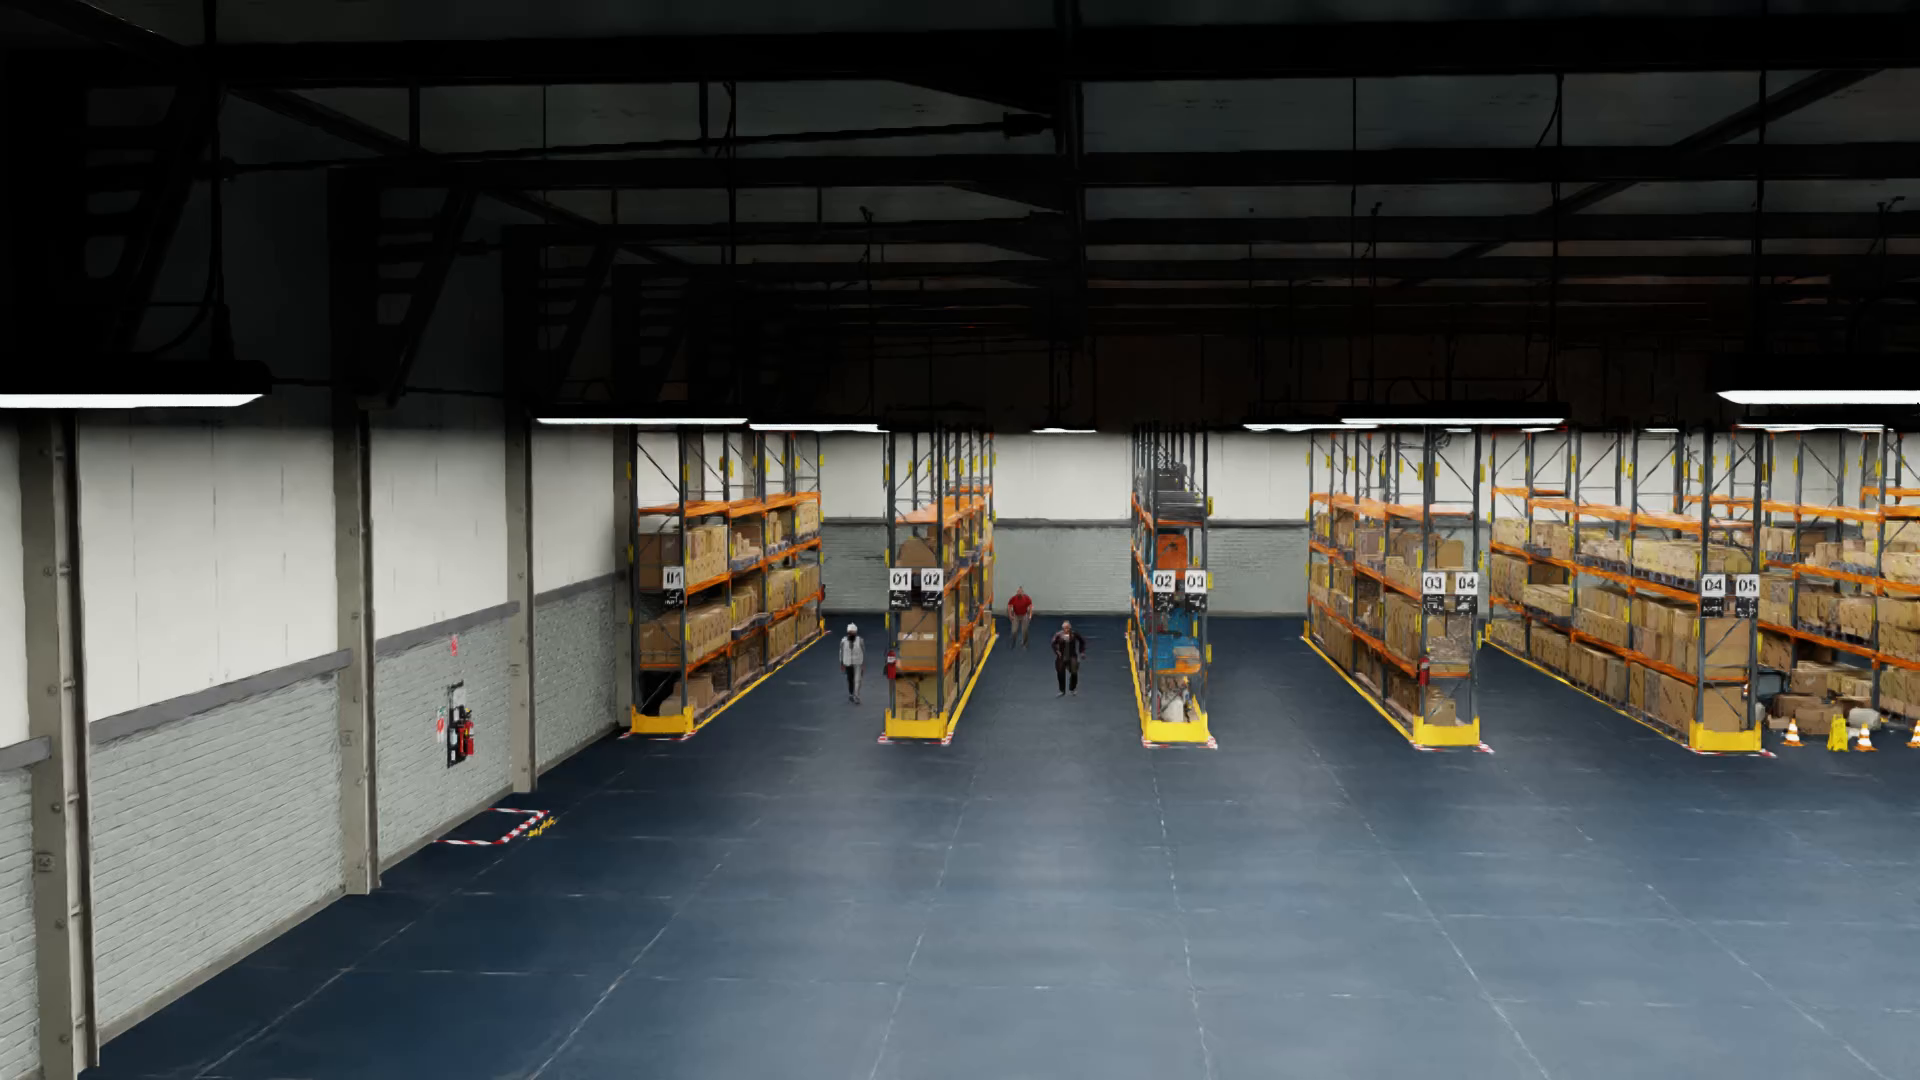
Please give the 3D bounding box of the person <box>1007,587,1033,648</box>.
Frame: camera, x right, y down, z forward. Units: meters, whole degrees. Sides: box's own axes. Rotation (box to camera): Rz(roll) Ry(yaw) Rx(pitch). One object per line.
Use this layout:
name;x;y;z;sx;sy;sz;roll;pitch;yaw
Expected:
person;1.609;2.075;44.515;0.682;1.675;0.529;0;4;2

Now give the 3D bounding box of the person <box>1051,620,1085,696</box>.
person;2.339;2.585;36.204;0.718;1.704;0.845;1;4;9

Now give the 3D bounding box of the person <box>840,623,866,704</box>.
person;-2.309;2.613;35.553;0.543;1.700;1.115;0;4;7

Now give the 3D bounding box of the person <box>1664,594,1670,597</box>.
person;20.887;1.745;48.654;0.441;1.779;0.702;-2;4;-31
